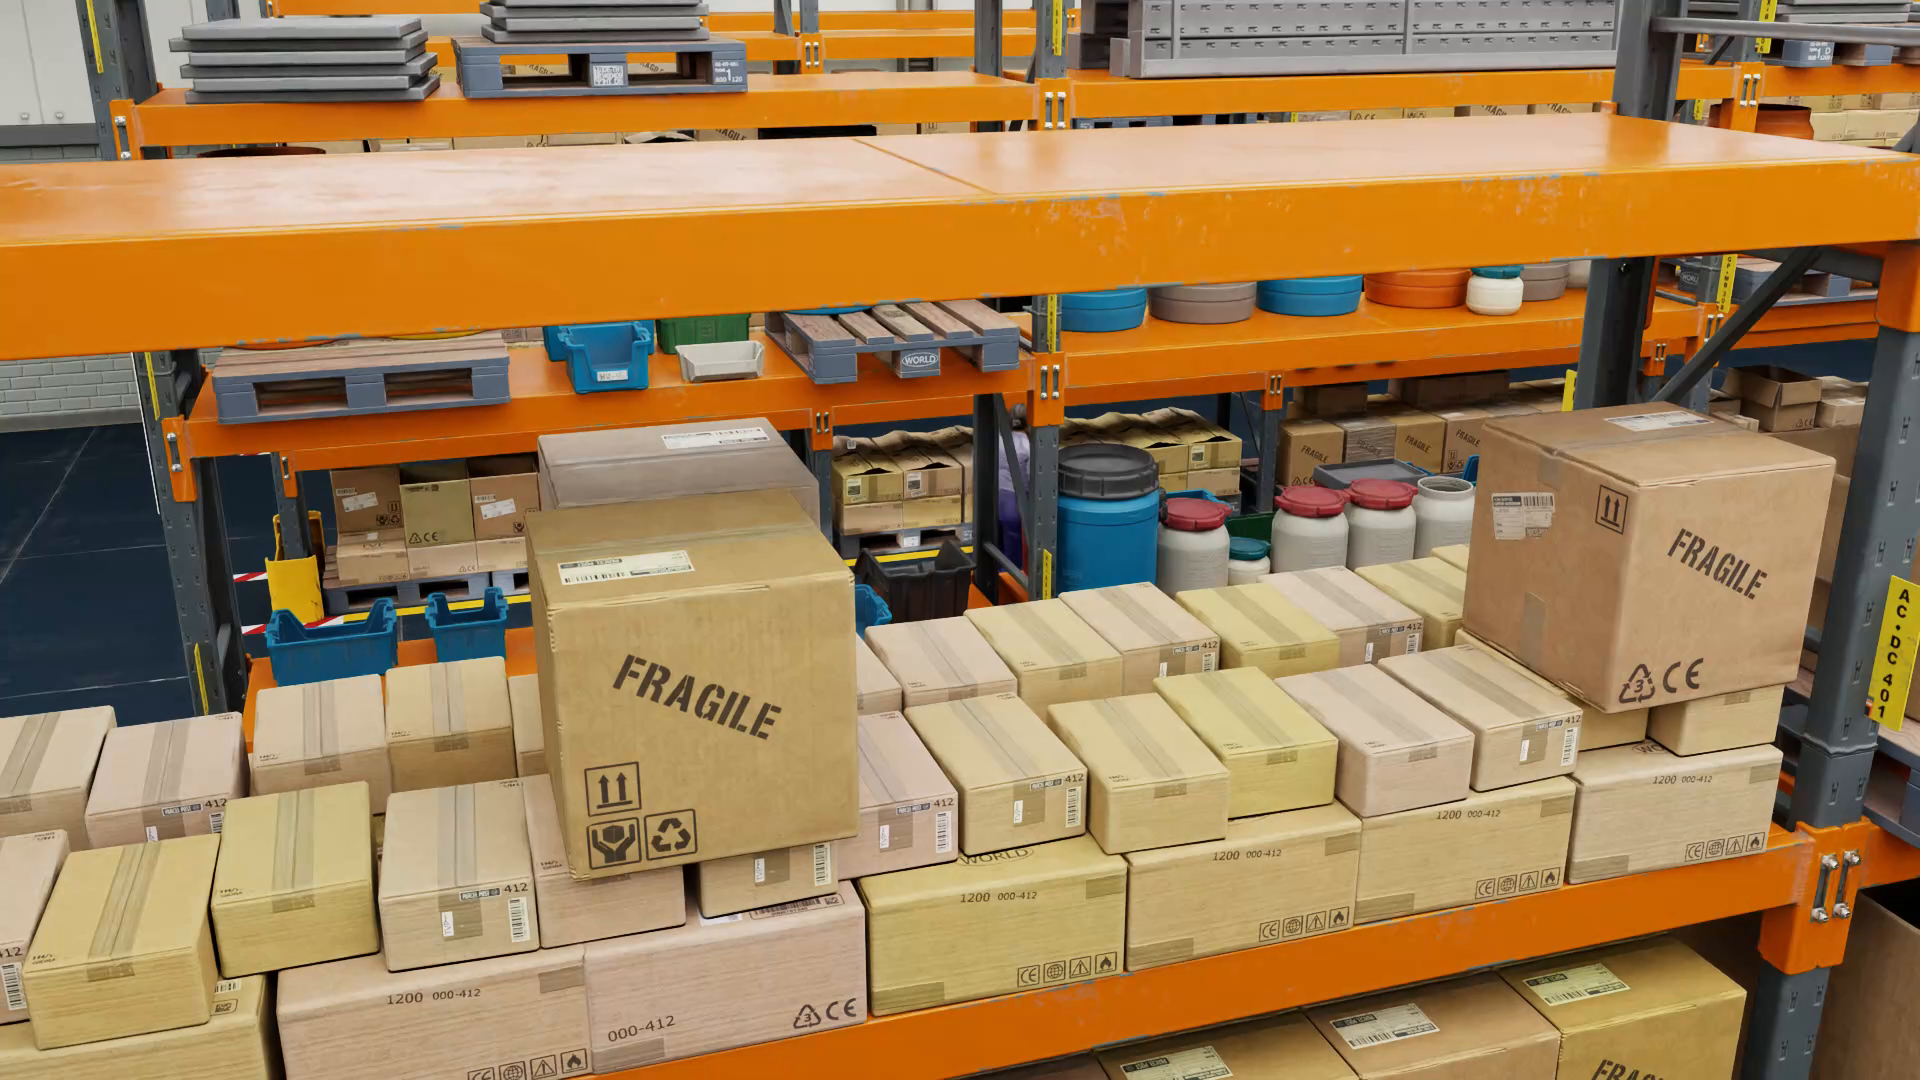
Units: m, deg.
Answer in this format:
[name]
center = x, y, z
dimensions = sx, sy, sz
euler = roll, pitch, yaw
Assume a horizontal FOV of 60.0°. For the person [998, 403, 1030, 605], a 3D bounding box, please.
[person]
center = 0.349, -0.154, 12.083
dimensions = 0.540, 1.695, 0.544
euler = 12, 22, 30
